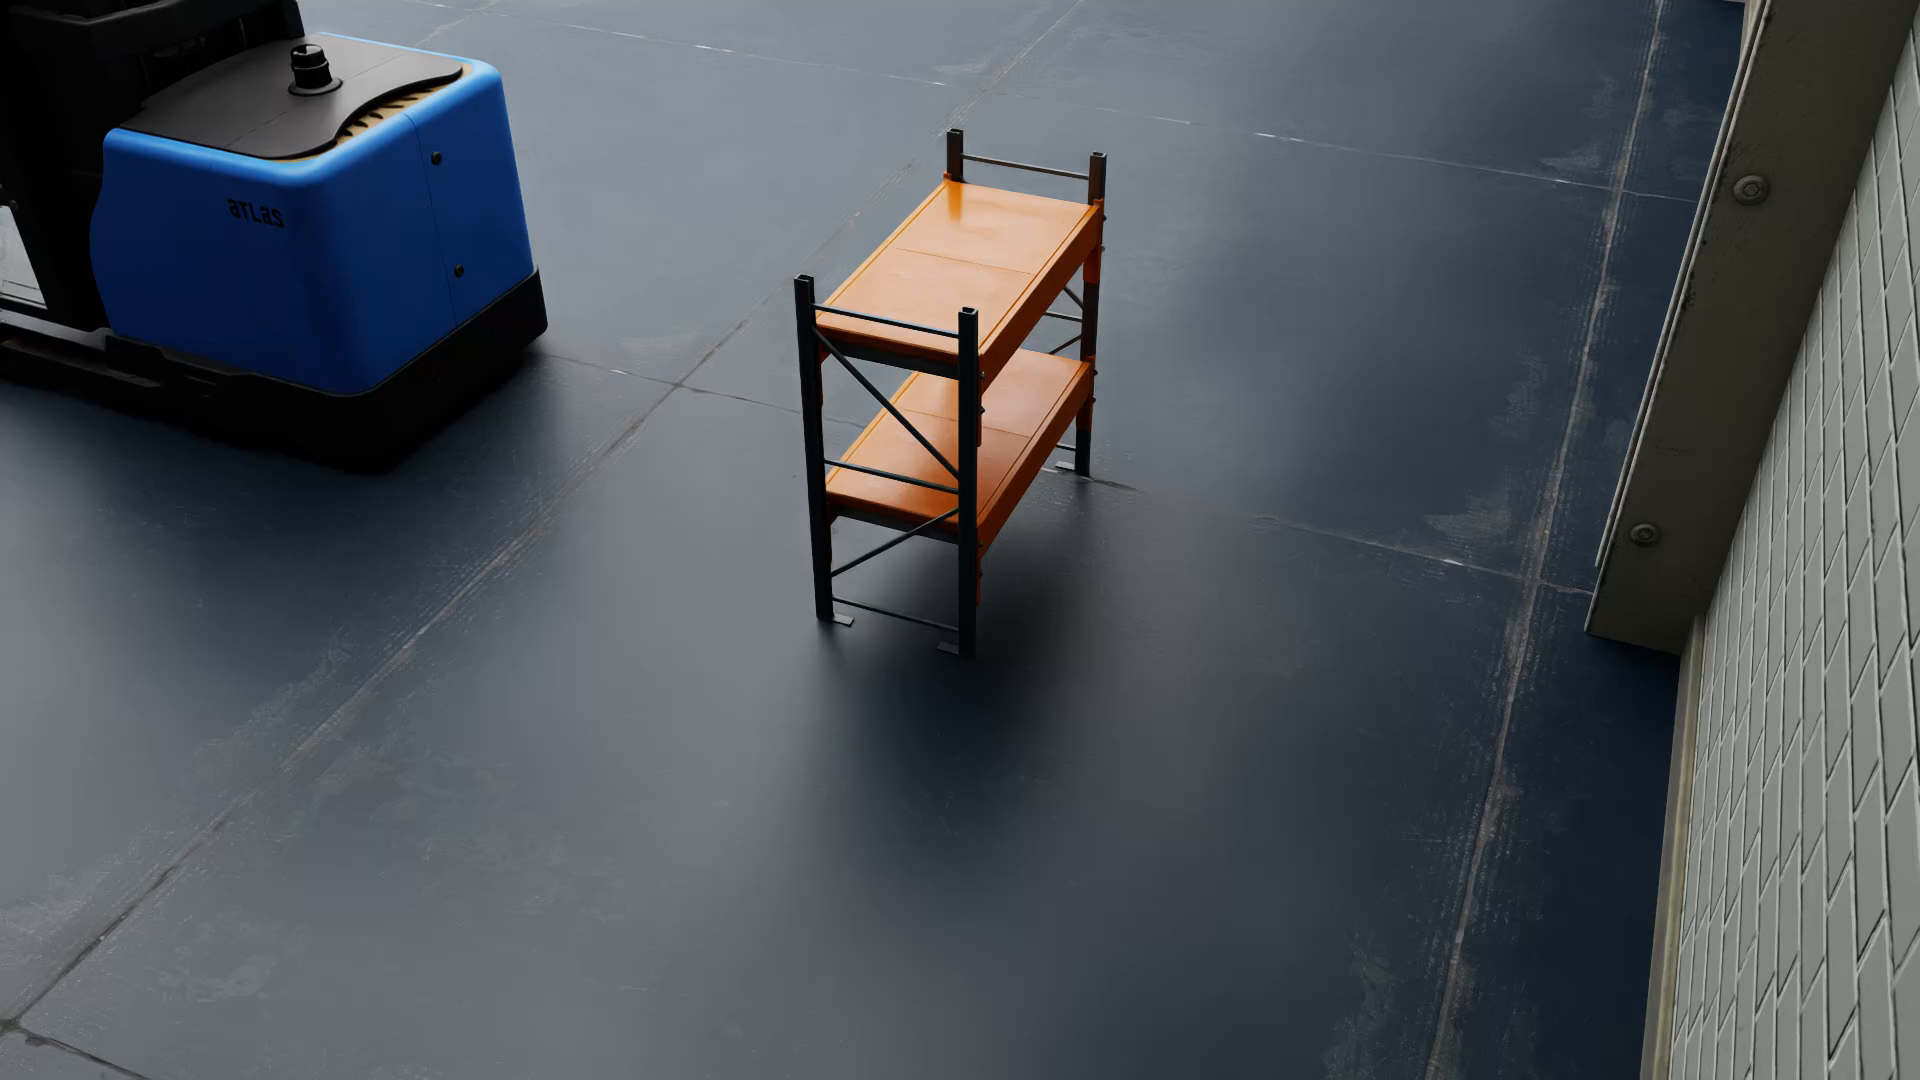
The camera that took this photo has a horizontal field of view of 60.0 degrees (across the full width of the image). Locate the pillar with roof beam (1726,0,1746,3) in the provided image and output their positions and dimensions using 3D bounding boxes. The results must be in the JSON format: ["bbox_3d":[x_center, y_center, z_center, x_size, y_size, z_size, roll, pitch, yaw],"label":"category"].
[{"bbox_3d":[0.354,-7.710,8.049,9.100,9.000,0.400,14,39,18],"label":"pillar with roof beam"}]

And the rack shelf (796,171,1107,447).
[{"bbox_3d":[0.003,-0.689,4.743,0.538,0.278,1.000,14,39,18],"label":"rack shelf"}]

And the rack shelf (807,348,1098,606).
[{"bbox_3d":[0.003,-0.258,5.065,0.538,0.278,1.000,14,39,18],"label":"rack shelf"}]

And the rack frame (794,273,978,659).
[{"bbox_3d":[-0.191,-0.173,4.542,0.500,1.125,0.032,14,39,18],"label":"rack frame"}]

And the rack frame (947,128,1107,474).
[{"bbox_3d":[0.196,-0.736,5.295,0.500,1.125,0.032,14,39,18],"label":"rack frame"}]

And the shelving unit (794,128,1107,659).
[{"bbox_3d":[0.003,-0.454,4.918,0.538,1.125,1.048,14,39,18],"label":"shelving unit"}]

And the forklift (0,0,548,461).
[{"bbox_3d":[-3.097,-2.022,5.507,3.031,2.935,1.130,15,39,19],"label":"forklift"}]

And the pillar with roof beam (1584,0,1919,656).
[{"bbox_3d":[-1.929,-4.388,3.604,9.100,9.000,0.400,14,39,18],"label":"pillar with roof beam"}]
